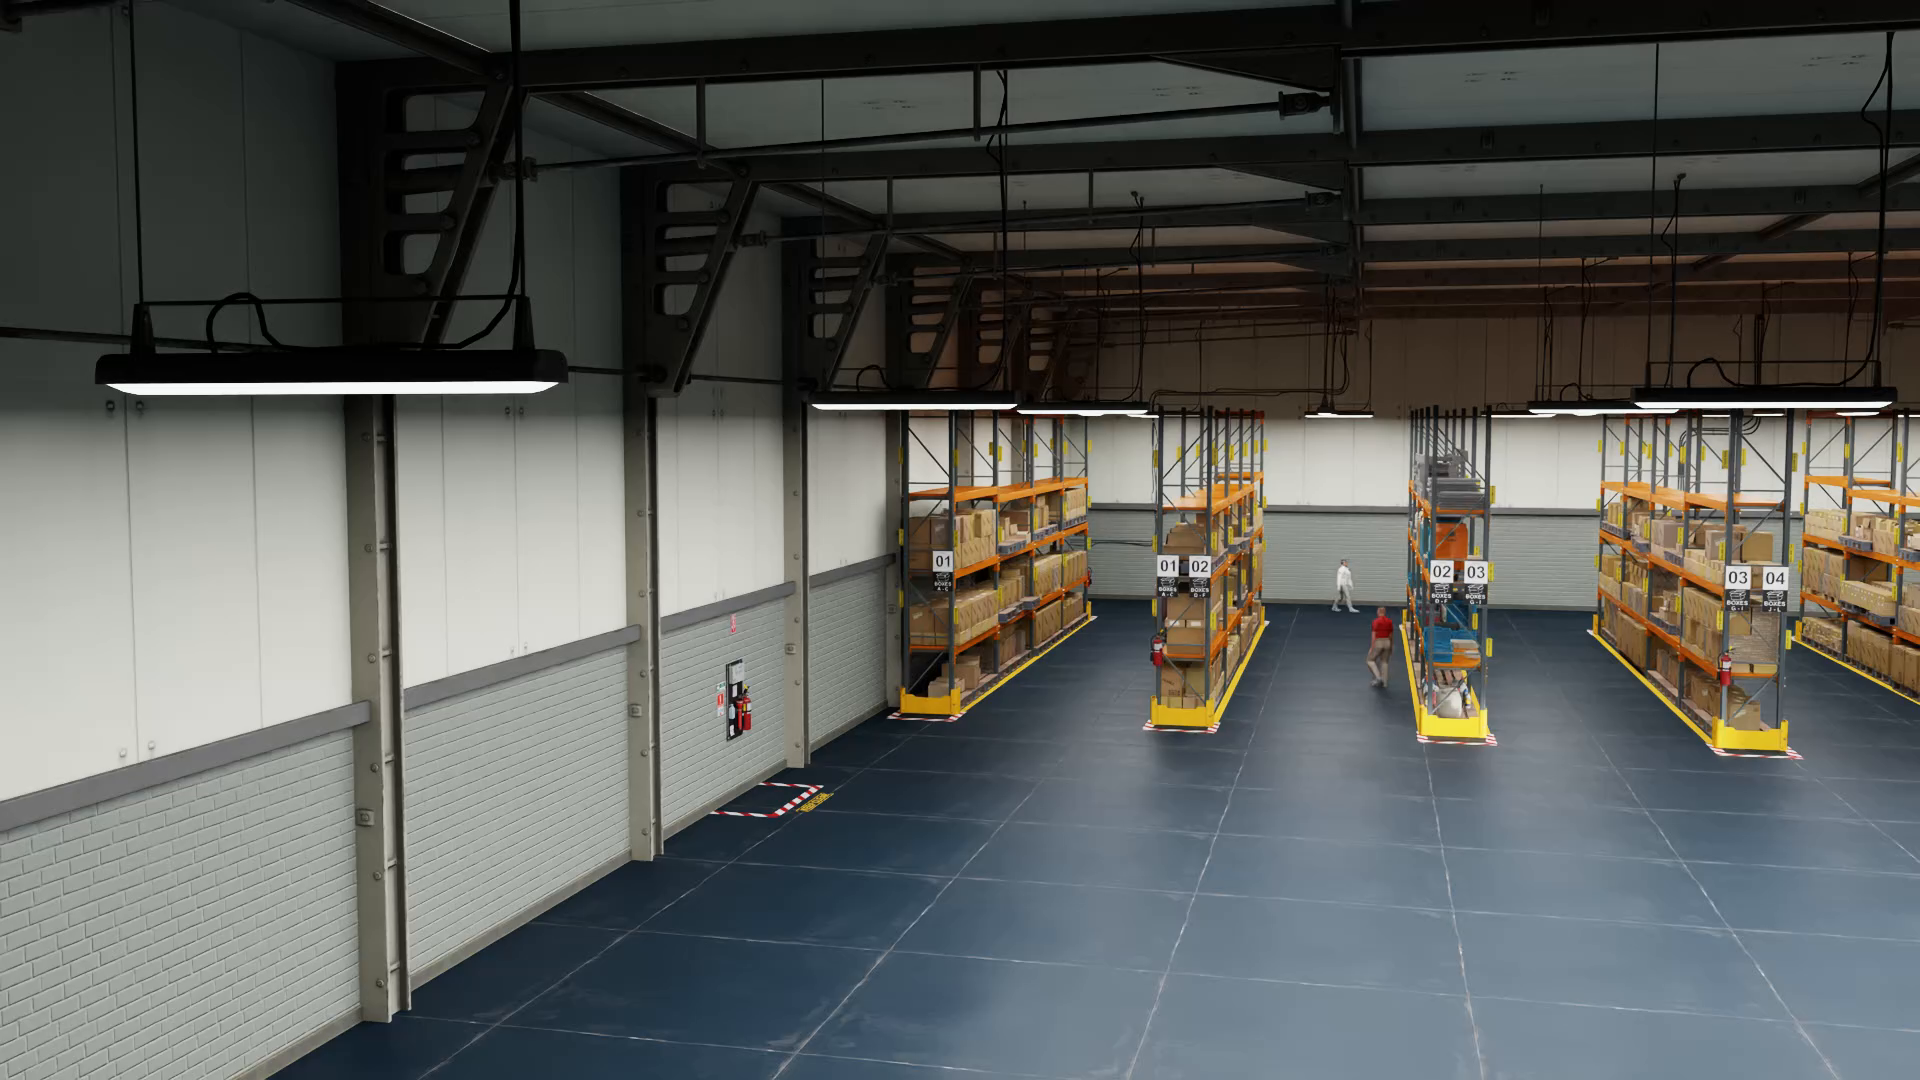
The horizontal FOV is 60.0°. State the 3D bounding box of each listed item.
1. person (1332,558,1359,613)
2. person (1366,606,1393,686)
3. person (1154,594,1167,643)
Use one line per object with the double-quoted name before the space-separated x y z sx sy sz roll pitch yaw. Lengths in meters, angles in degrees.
"person" 11.513 1.346 49.546 0.912 1.627 0.507 4 5 41
"person" 9.075 2.291 35.808 0.587 1.725 0.464 -1 4 -20
"person" 5.221 1.810 42.117 0.634 1.781 0.532 -1 4 -11
